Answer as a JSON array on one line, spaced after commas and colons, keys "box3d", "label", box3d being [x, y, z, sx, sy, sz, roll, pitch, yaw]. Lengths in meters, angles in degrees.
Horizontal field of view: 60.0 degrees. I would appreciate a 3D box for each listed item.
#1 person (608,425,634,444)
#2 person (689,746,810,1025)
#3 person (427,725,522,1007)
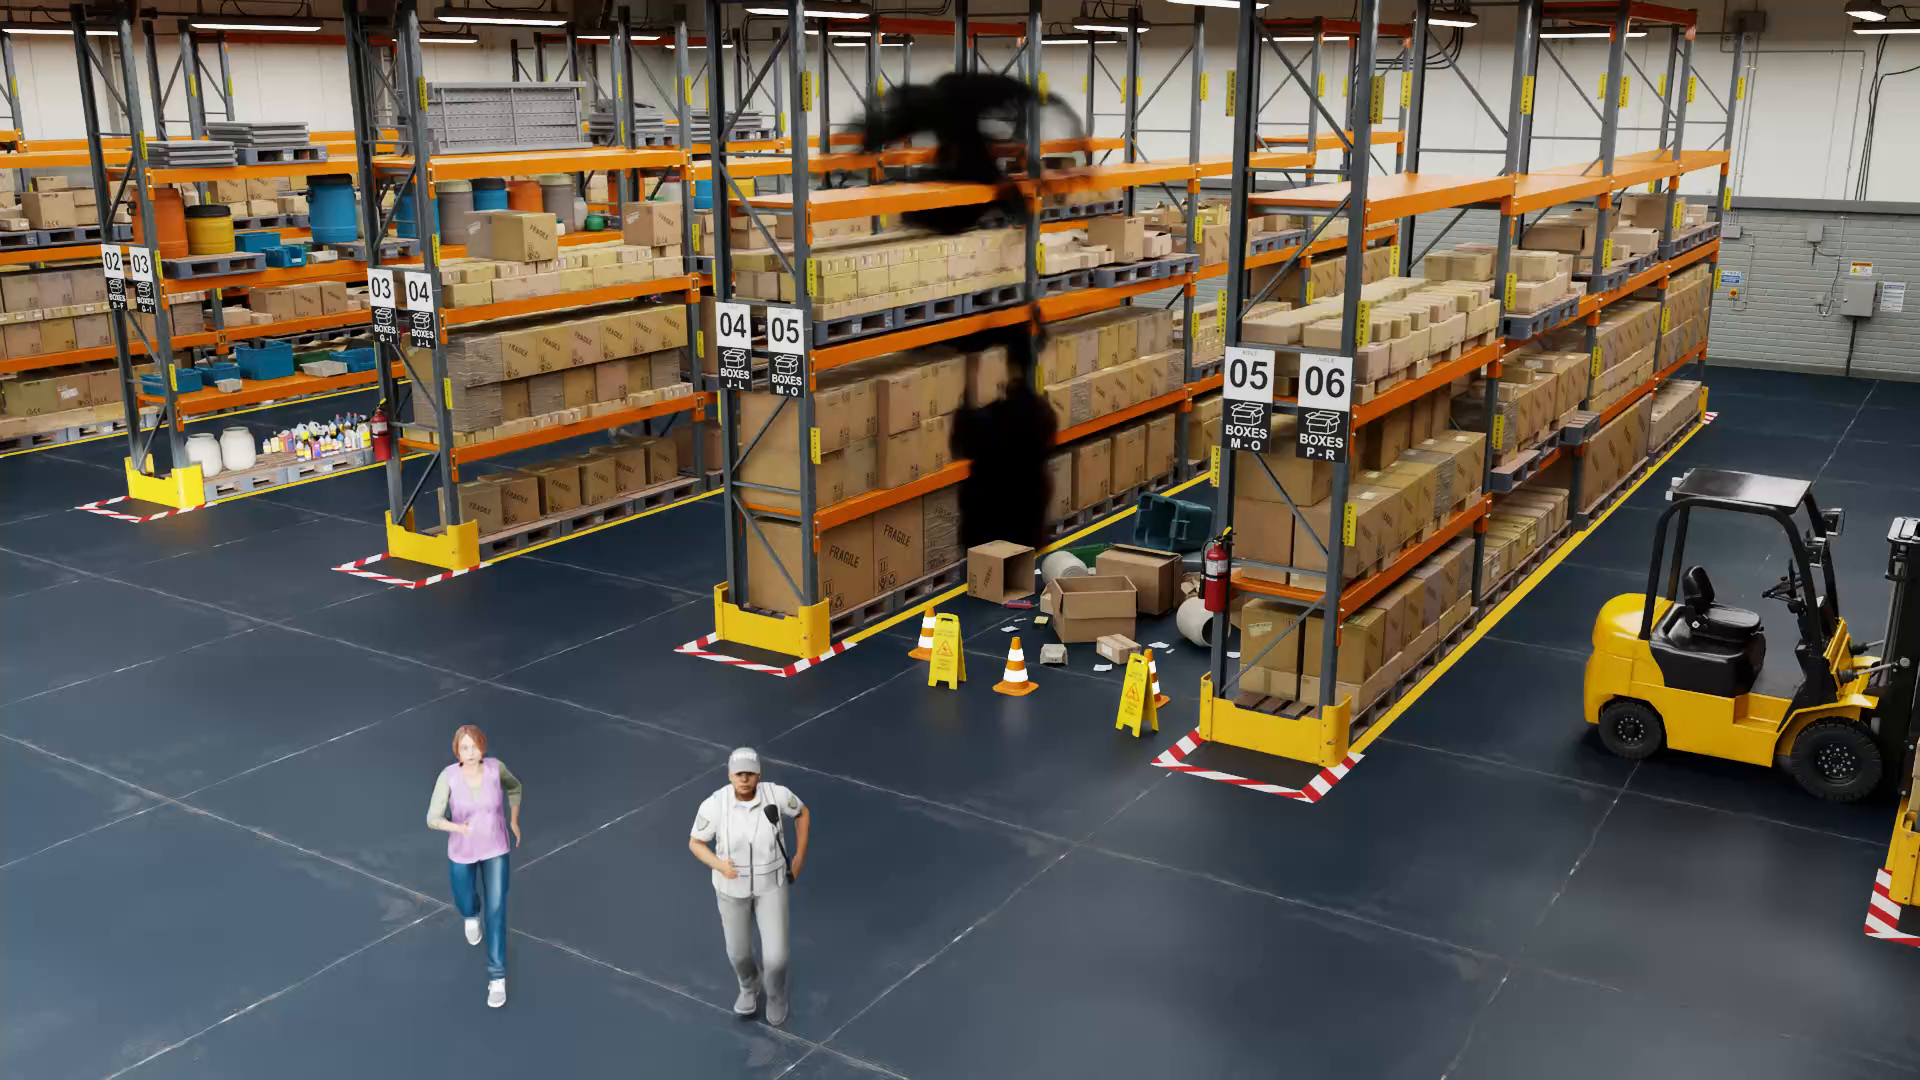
[{"box3d": [-4.677, -1.849, 22.628, 0.674, 1.721, 0.569, 10, 19, 33], "label": "person"}, {"box3d": [-1.150, 1.925, 9.181, 0.667, 1.642, 0.583, -2, 16, -7], "label": "person"}, {"box3d": [-2.798, 1.815, 9.679, 0.543, 1.578, 0.882, -5, 16, -17], "label": "person"}]
